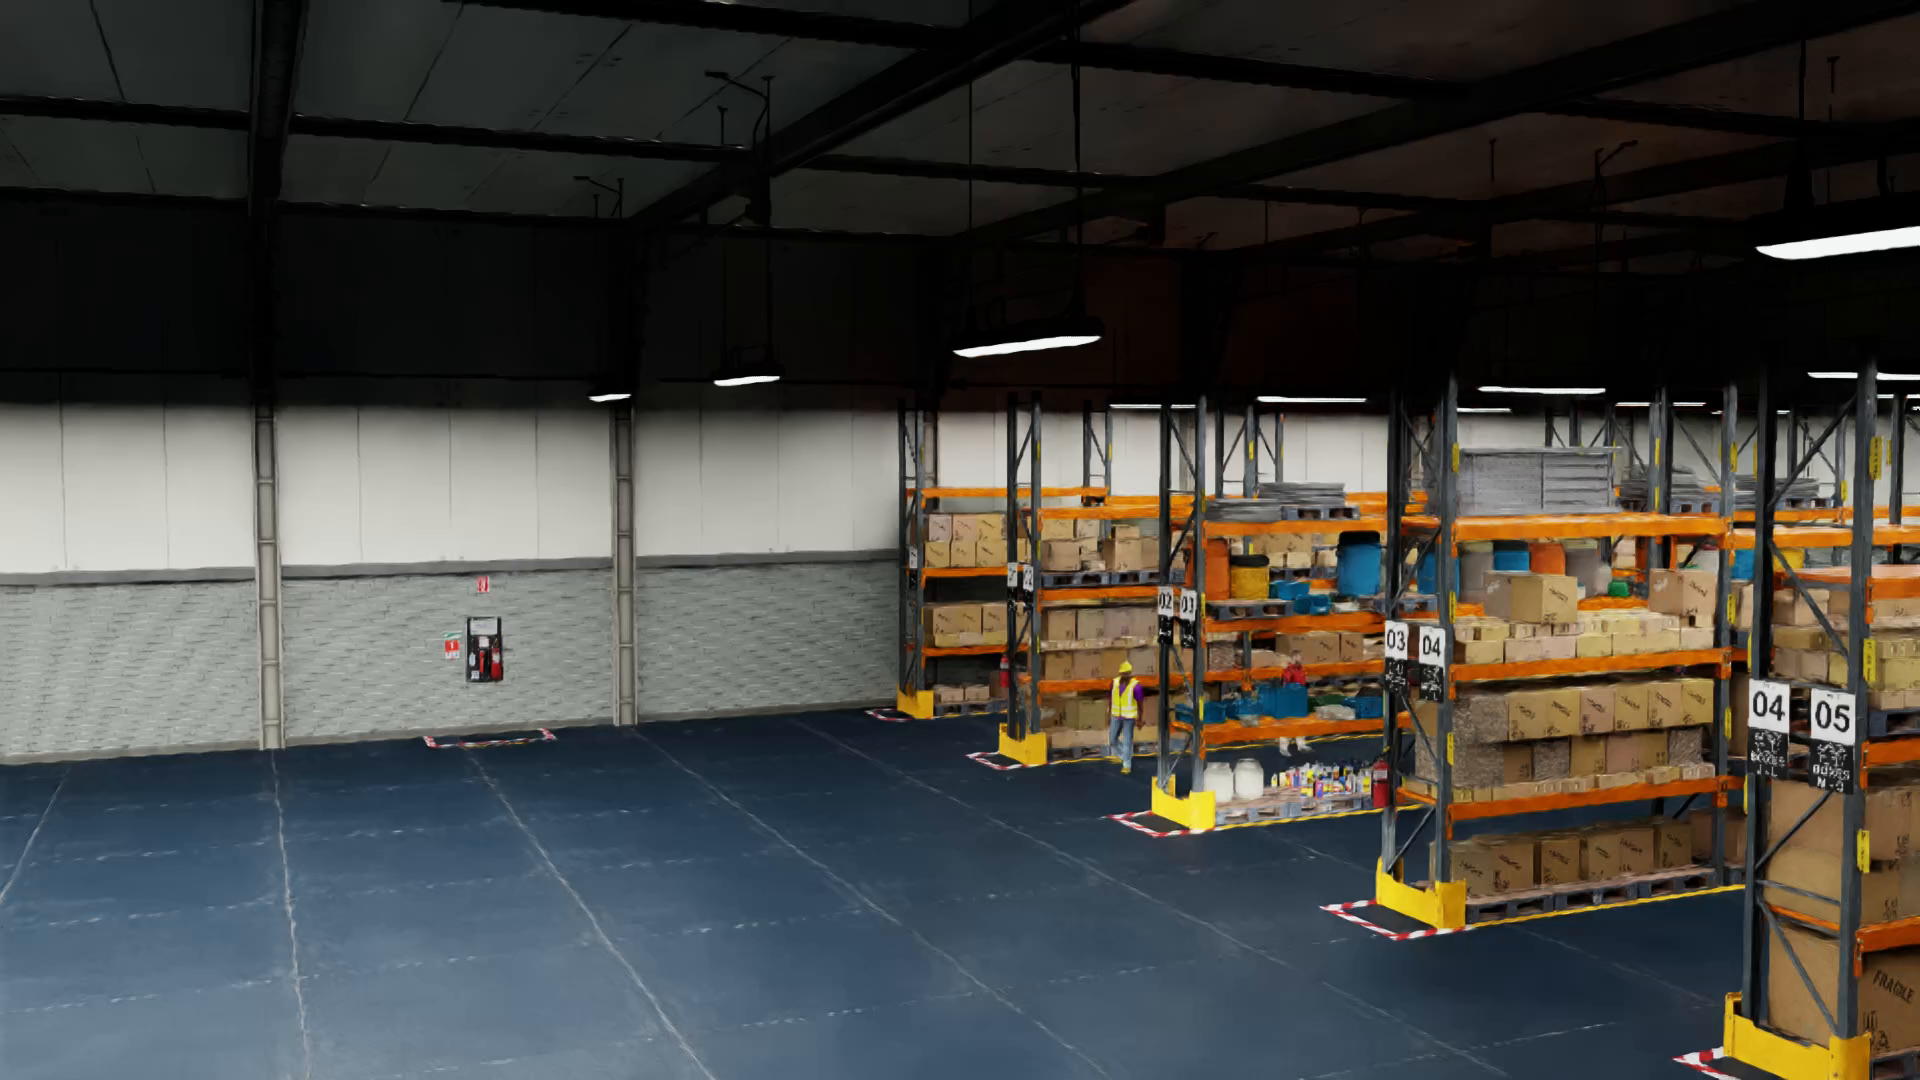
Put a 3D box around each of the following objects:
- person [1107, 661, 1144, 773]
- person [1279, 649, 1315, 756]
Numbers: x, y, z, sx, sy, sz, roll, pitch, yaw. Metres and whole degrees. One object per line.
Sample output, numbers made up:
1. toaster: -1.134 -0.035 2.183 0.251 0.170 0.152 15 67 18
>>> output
1. person: 2.599 2.763 26.077 0.613 1.759 0.571 2 4 30
2. person: 5.574 2.673 27.507 0.476 1.738 0.626 3 4 41
